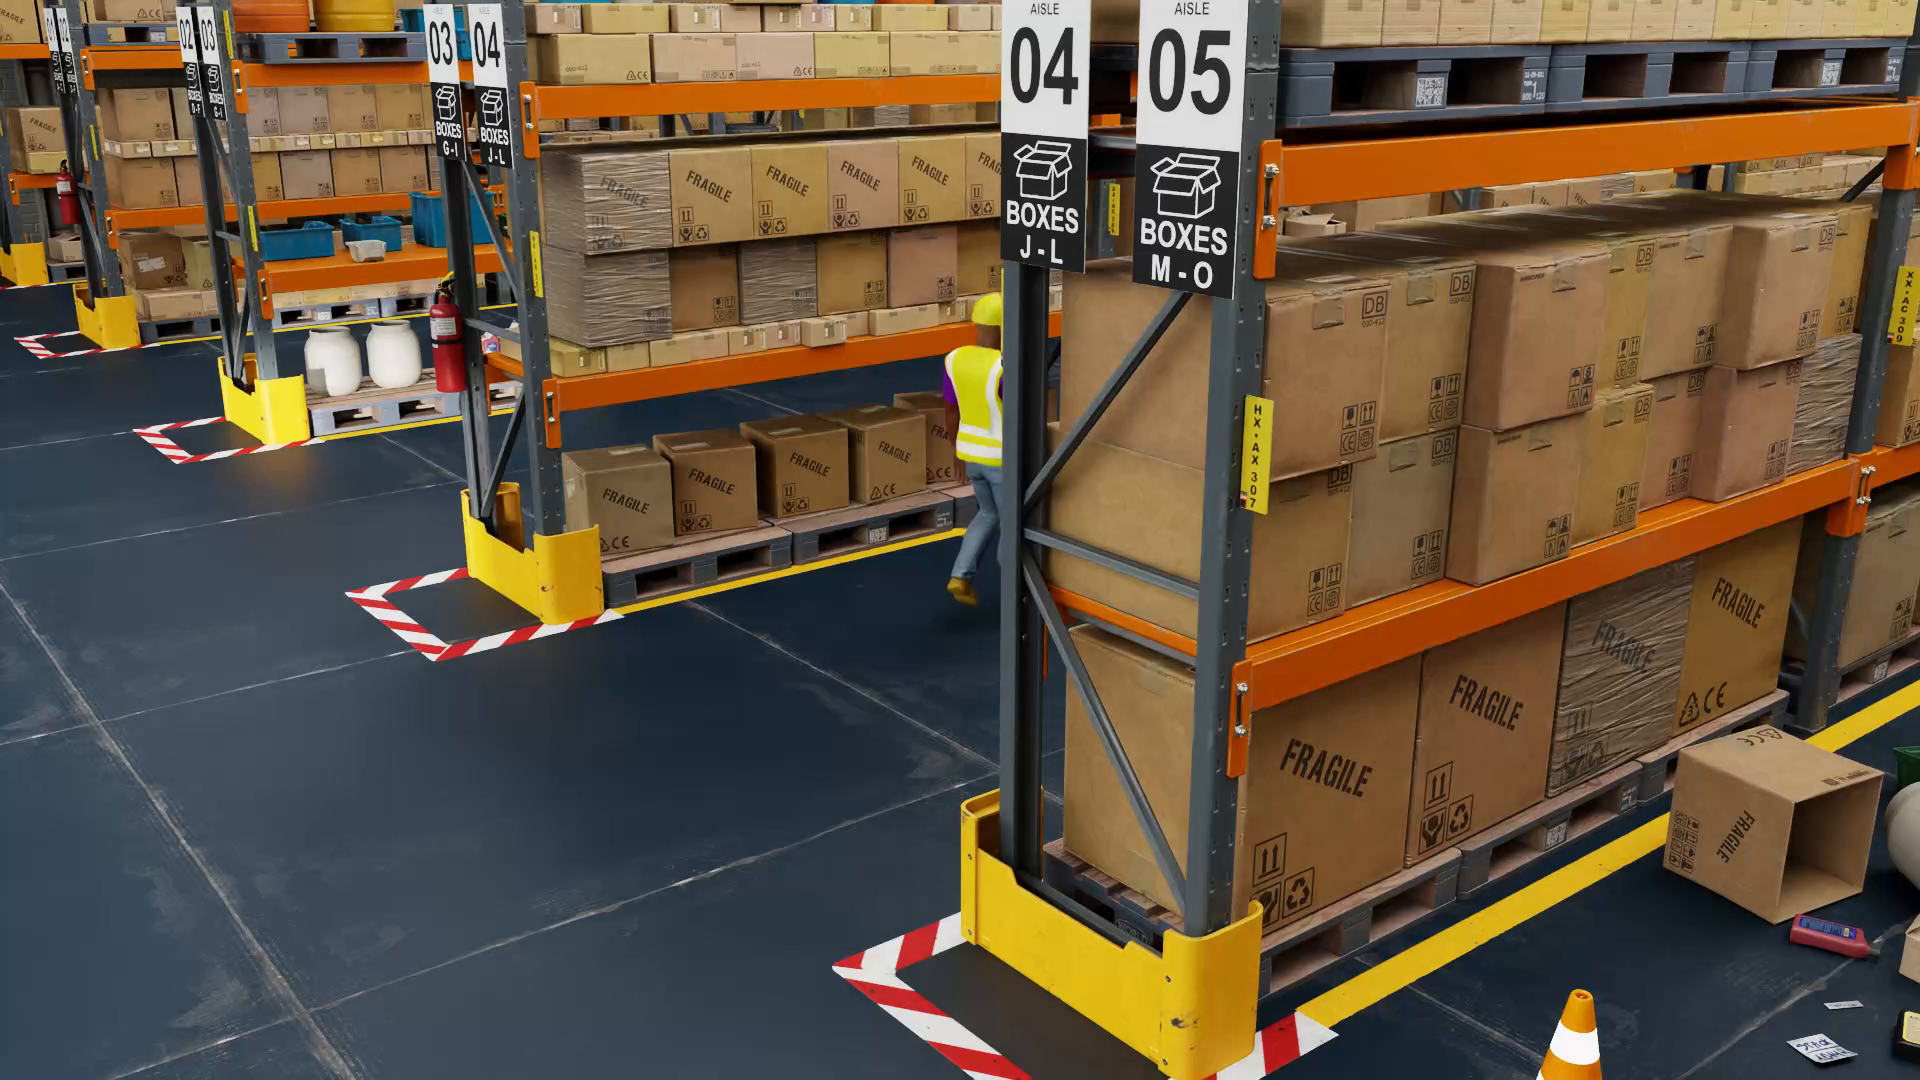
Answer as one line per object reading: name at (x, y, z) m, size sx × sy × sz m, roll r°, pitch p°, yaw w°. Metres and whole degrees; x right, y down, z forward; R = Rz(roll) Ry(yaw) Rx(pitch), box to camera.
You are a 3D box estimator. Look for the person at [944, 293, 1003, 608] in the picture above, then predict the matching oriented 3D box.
person at (0.239, -0.431, 8.880) m, size 0.525 × 1.800 × 0.592 m, roll -13°, pitch 22°, yaw -36°
